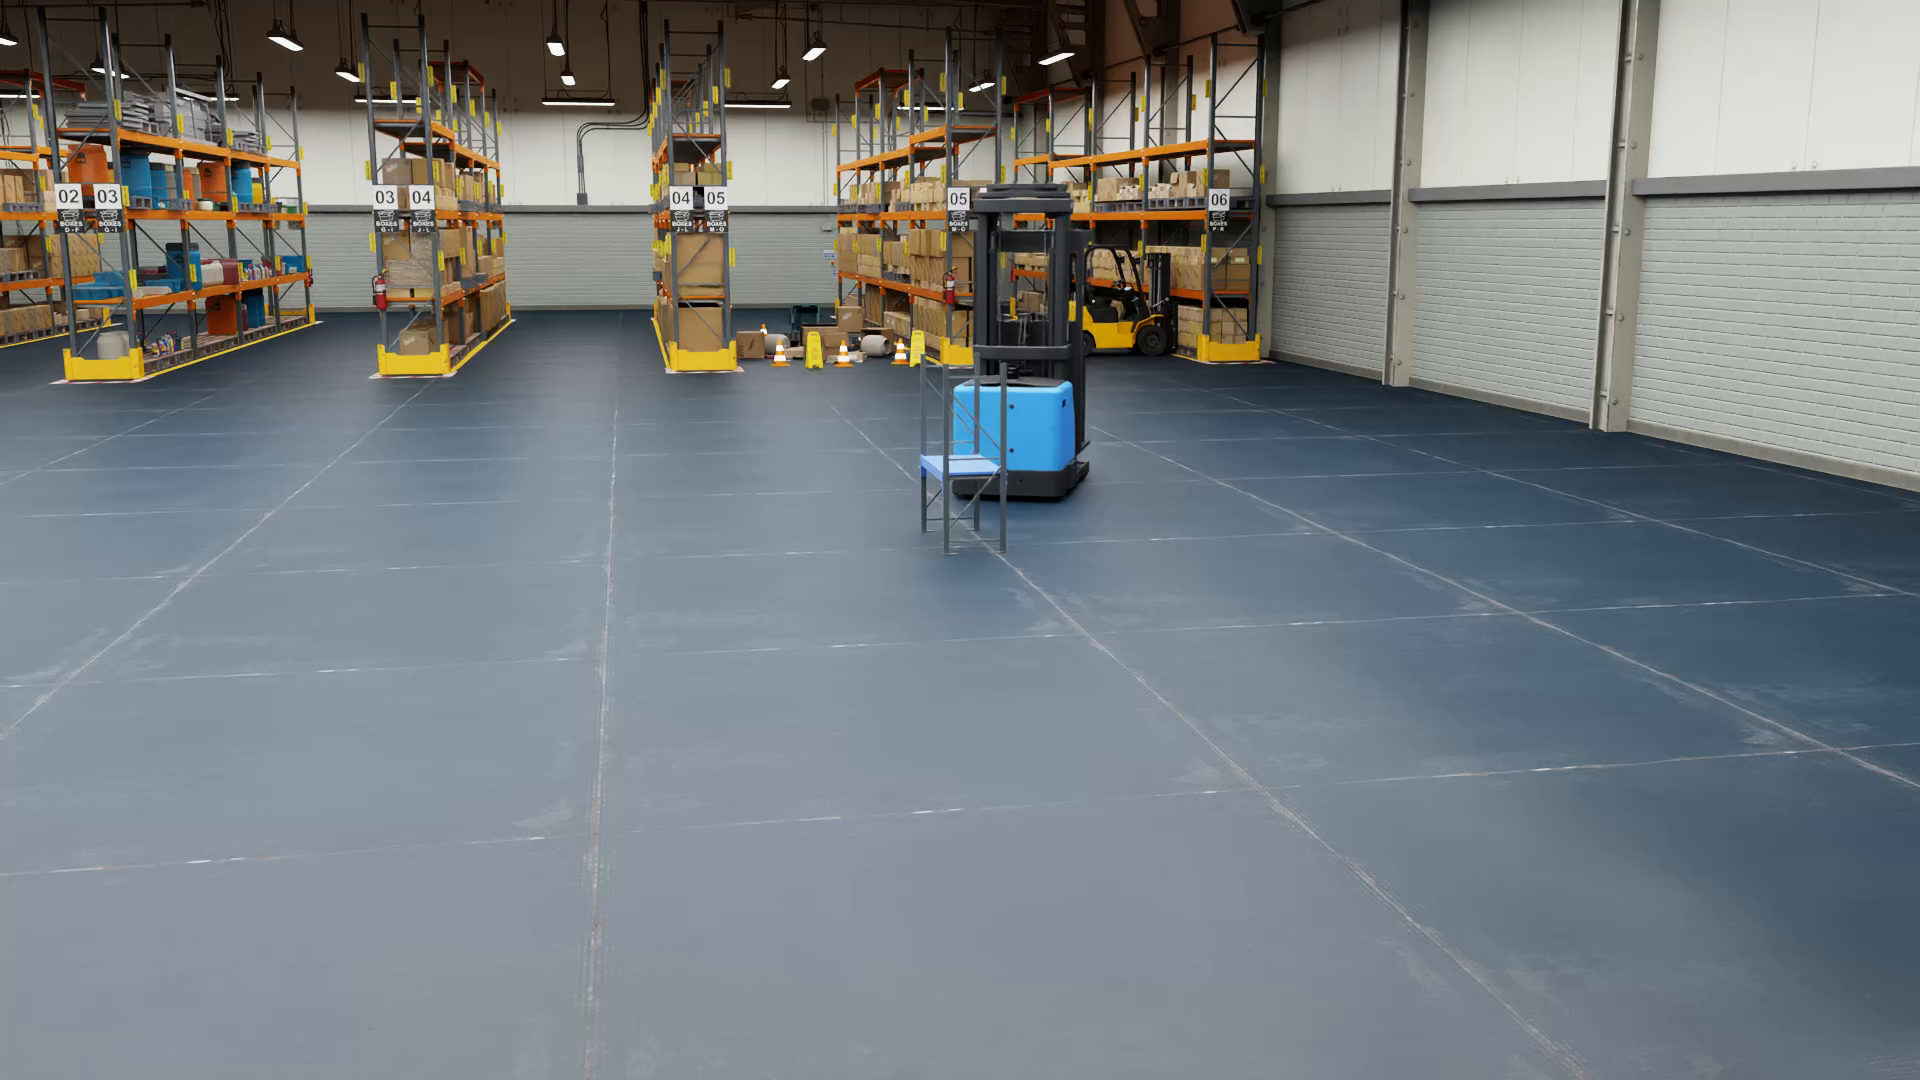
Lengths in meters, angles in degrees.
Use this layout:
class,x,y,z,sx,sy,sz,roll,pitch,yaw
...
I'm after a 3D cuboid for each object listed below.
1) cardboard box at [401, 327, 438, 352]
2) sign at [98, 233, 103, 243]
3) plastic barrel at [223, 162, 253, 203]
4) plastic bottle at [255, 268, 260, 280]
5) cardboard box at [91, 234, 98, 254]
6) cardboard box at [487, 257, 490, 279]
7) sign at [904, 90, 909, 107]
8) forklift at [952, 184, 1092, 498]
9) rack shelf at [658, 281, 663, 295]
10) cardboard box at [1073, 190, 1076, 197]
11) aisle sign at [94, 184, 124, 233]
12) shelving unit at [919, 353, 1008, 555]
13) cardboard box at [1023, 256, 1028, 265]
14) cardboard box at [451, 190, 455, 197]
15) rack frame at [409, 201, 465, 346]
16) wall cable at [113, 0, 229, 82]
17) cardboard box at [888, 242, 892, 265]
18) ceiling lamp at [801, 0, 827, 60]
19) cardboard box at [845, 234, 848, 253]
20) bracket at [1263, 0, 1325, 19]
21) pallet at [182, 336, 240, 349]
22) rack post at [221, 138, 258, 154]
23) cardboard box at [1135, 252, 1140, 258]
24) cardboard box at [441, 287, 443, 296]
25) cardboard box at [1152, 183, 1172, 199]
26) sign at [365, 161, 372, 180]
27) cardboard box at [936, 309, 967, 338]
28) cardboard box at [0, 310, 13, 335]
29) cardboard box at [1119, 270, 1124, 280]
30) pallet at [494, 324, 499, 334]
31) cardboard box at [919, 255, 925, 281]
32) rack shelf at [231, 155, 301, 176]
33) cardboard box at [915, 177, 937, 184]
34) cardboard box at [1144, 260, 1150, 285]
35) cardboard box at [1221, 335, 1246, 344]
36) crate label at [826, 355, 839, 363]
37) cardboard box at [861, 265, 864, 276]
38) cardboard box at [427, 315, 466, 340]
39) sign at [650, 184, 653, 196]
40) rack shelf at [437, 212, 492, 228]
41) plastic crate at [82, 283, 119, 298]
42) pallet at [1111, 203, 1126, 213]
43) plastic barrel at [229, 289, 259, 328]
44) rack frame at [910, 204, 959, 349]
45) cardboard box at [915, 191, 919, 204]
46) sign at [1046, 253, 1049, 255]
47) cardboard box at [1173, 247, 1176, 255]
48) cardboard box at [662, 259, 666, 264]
class,x,y,z,sx,sy,sz,roll,pitch,yaw
cardboard box,-9.729,-3.567,29.978,0.500,0.500,0.500,1,11,4
sign,-21.755,-7.681,42.087,0.100,0.325,0.005,-2,11,-11
plastic barrel,-16.184,-8.005,37.244,0.600,0.901,0.708,-2,11,-11
plastic bottle,-16.077,-6.080,37.952,0.152,0.276,0.135,-2,11,-11
cardboard box,-21.947,-7.409,41.659,0.500,0.500,0.500,-2,11,-12
cardboard box,-11.251,-6.353,38.785,0.500,0.500,0.500,-2,11,-12
sign,-1.074,-8.922,33.583,0.100,0.325,0.005,-2,11,-11
forklift,0.721,-2.062,16.692,1.130,2.935,3.031,2,11,11
rack shelf,-6.534,-6.008,39.163,1.077,0.370,4.000,-2,11,-11
cardboard box,2.950,-8.406,40.357,0.380,0.149,0.250,-2,11,-11
aisle sign,-14.031,-5.460,27.407,0.394,0.787,0.004,-2,11,-11
shelving unit,0.017,-0.721,13.474,0.538,1.500,1.048,-2,11,-11
cardboard box,2.027,-7.636,45.396,0.500,0.250,0.500,-2,11,-12
cardboard box,-9.905,-6.646,31.902,0.380,0.149,0.250,-2,11,-9
rack frame,-10.252,-5.099,32.464,1.000,3.000,0.127,-2,11,-11
wall cable,-22.222,-14.158,46.646,3.097,2.526,0.112,-2,11,-11
cardboard box,-1.340,-6.408,37.157,0.500,0.500,0.500,-2,11,-8
ceiling lamp,-2.647,-11.170,32.704,0.800,3.185,2.000,-2,11,-11
cardboard box,-2.738,-7.822,43.829,0.500,0.500,0.500,-2,11,-11
bracket,6.101,-9.218,28.434,0.076,0.066,4.783,-2,11,-11
pallet,-15.775,-4.139,34.879,1.003,0.211,1.213,-2,11,-11
rack post,-16.147,-8.721,36.786,0.937,0.300,0.954,-1,11,-5
cardboard box,3.985,-6.110,35.771,0.380,0.149,0.250,-2,11,-12
cardboard box,-9.359,-4.396,29.441,0.380,0.149,0.250,-2,11,-11
cardboard box,4.260,-7.164,34.140,0.500,0.311,0.500,-2,11,-10
sign,-10.022,-6.257,28.159,0.100,0.325,0.005,-2,11,-11
cardboard box,-0.165,-4.087,31.373,0.500,0.500,0.500,-2,11,-11
cardboard box,-20.663,-4.651,35.618,0.500,0.500,0.500,-3,11,-13
cardboard box,3.813,-5.834,36.727,0.500,0.250,0.500,-2,11,-11
pallet,-11.584,-5.058,39.704,1.003,0.211,1.213,-2,11,-11
cardboard box,-0.513,-5.380,32.877,0.500,0.500,0.500,-2,11,-11
rack shelf,-17.055,-9.150,40.697,1.077,0.370,4.000,-2,11,-11
cardboard box,-0.769,-7.413,34.539,0.500,0.250,0.500,-2,11,-10
cardboard box,4.168,-5.599,34.822,0.500,0.500,0.500,-2,11,-13
cardboard box,5.212,-3.860,32.183,0.500,0.250,0.500,-2,11,-11
crate label,-2.338,-3.391,31.144,0.250,0.136,0.298,-9,14,-40
cardboard box,-2.158,-6.668,41.107,0.500,0.250,0.500,-2,11,-12
cardboard box,-10.424,-4.289,33.715,0.700,0.500,0.500,-2,11,-11
sign,-8.233,-9.345,44.411,0.100,0.325,0.005,-2,11,-11
rack shelf,-11.419,-7.320,38.032,1.077,0.370,4.000,-2,11,-11
plastic crate,-14.844,-4.312,28.729,0.499,0.251,0.408,-2,11,-11
pallet,3.999,-7.429,37.187,1.003,0.211,1.213,-2,11,-8
plastic barrel,-16.439,-5.331,38.174,0.600,0.901,0.708,-2,11,-11
rack frame,-0.531,-5.459,34.357,1.000,3.000,0.127,-2,11,-11
cardboard box,-0.604,-6.820,33.092,0.500,0.250,0.500,-2,11,-11
sign,2.251,-7.512,42.826,0.100,0.325,0.005,-2,11,-11
cardboard box,4.503,-5.807,33.385,0.380,0.149,0.250,-2,11,-11
cardboard box,-6.123,-5.766,35.700,0.500,0.500,0.500,-2,11,-11
